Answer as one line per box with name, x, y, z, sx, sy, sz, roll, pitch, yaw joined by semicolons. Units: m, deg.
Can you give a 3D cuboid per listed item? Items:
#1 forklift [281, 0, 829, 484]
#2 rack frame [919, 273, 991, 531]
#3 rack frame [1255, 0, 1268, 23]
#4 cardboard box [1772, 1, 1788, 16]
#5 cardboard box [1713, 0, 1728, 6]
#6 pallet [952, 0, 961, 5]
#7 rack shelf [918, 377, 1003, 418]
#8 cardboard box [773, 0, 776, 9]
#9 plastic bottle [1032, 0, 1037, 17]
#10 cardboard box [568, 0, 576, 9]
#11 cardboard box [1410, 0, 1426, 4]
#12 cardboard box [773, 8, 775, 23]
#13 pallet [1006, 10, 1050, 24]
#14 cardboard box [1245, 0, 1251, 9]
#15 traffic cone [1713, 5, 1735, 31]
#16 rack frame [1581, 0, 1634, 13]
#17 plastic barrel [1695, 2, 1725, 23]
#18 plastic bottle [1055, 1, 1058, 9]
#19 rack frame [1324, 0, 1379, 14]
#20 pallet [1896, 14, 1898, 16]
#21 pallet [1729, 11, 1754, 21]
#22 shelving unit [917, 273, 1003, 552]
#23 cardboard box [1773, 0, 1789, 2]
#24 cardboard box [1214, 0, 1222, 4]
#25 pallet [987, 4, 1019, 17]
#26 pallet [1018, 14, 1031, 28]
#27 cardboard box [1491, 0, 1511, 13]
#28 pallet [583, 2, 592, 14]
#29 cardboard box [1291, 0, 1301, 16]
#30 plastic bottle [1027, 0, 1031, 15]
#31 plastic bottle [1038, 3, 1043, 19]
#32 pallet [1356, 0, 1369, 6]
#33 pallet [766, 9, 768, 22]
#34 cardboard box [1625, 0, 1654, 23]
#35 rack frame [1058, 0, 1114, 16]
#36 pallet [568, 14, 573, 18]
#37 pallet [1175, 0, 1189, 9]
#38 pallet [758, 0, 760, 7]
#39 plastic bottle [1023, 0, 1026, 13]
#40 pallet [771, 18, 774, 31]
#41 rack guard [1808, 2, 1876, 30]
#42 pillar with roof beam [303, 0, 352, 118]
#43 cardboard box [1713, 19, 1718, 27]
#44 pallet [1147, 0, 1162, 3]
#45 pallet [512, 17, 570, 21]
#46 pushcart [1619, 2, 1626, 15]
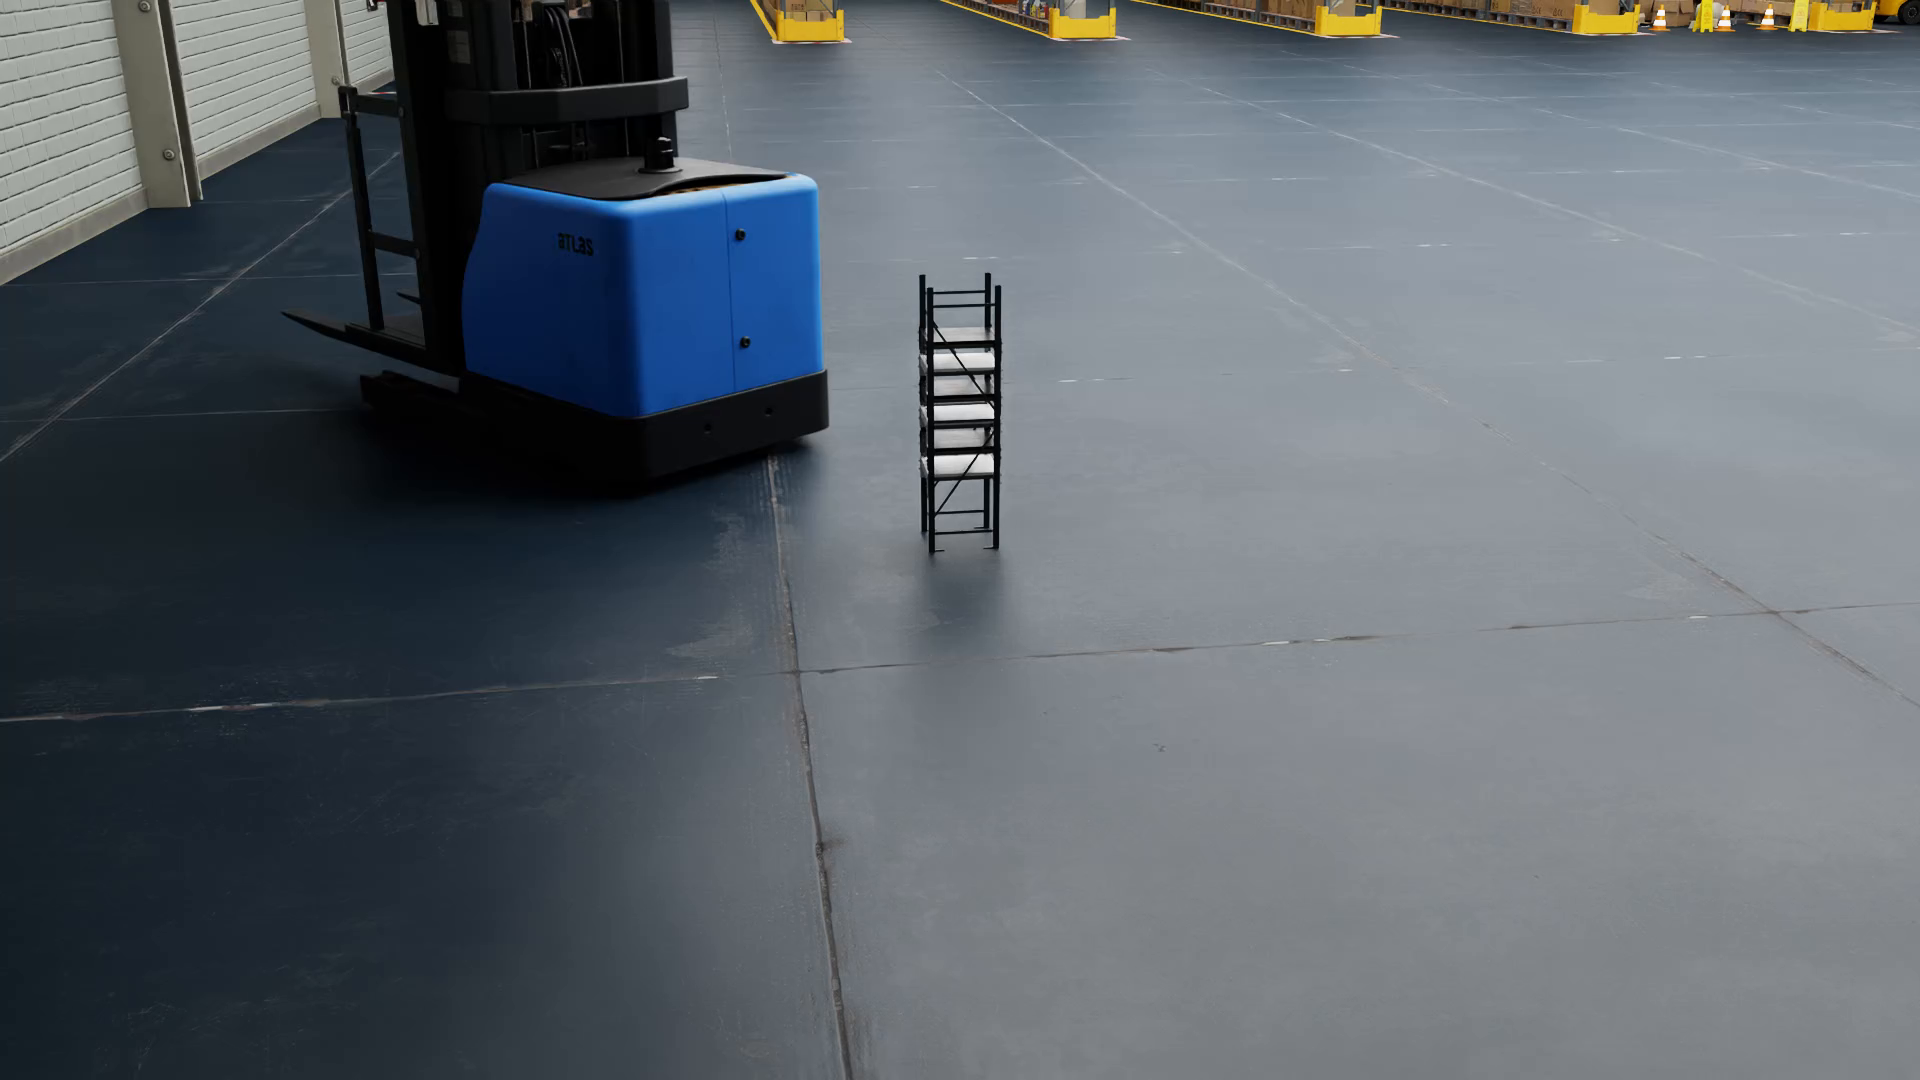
forklift;-1.953;-1.998;6.877;3.031;2.935;1.130;18;27;40
rack frame;-0.016;-0.460;5.660;0.240;0.900;0.006;-3;21;-8
rack frame;6.588;-12.104;33.836;1.000;3.000;0.127;-3;21;-8
cardboard box;16.521;-10.574;33.068;0.500;0.250;0.500;-3;21;-8
cardboard box;16.212;-11.295;34.999;0.500;0.250;0.500;-4;21;-10
pallet;0.389;-13.570;41.748;1.003;0.211;1.213;-3;21;-8
rack shelf;-0.001;-0.477;5.546;0.258;0.077;0.200;-3;21;-8
cardboard box;-3.170;-9.997;30.452;0.500;0.500;0.500;-3;21;-8
plastic bottle;1.481;-10.306;32.181;0.144;0.351;0.185;-3;21;-8
cardboard box;-8.538;-11.528;35.238;0.700;0.500;0.500;-3;21;-7
cardboard box;10.933;-12.631;37.864;1.050;0.750;0.750;-3;21;-8
cardboard box;-3.167;-9.646;30.584;0.500;0.250;0.500;-3;21;-8
pallet;1.535;-10.818;34.378;1.003;0.211;1.213;-3;21;-8
cardboard box;6.470;-11.519;35.214;0.700;0.500;0.500;-3;21;-8
traffic cone;14.583;-9.941;31.670;0.336;0.463;0.334;-3;21;-8
rack frame;12.087;-10.934;30.704;1.000;3.000;0.127;-3;21;-8
plastic barrel;15.175;-10.651;33.628;0.512;0.421;0.421;12;24;30
plastic bottle;1.949;-10.493;32.788;0.152;0.276;0.135;-3;21;-8
rack frame;7.164;-10.719;30.128;1.000;3.000;0.127;-3;21;-8
pallet;21.161;-11.802;37.014;1.003;0.211;1.213;-3;21;-8
pallet;16.526;-11.067;35.045;1.003;0.211;1.213;-3;21;-8
shelving unit;-0.001;-0.424;5.566;0.258;0.900;0.210;-3;21;-8
cardboard box;16.519;-10.924;32.934;0.500;0.500;0.500;-2;21;-6
cardboard box;6.127;-12.293;37.286;0.700;0.500;0.500;-4;21;-11
pallet;1.183;-11.663;36.640;1.003;0.211;1.213;-3;21;-8
pallet;1.742;-10.313;33.027;1.003;0.211;1.213;-3;21;-8
cardboard box;11.532;-11.299;34.118;0.875;0.875;0.875;-3;21;-7
pallet;-8.905;-12.131;37.895;1.003;0.211;1.213;-3;21;-8
cardboard box;6.863;-10.580;32.729;0.500;0.500;0.500;-5;21;-13
plastic bottle;1.392;-10.519;32.750;0.144;0.351;0.185;-2;21;-6
plastic bottle;1.530;-10.056;31.607;0.061;0.283;0.133;-2;21;-6
pallet;10.471;-13.513;41.595;1.003;0.211;1.213;-3;21;-8
pallet;-3.540;-10.976;34.801;1.003;0.211;1.213;-3;21;-8
cardboard box;14.069;-10.917;34.032;0.797;0.637;0.503;-3;21;-8
rack frame;2.263;-10.469;29.460;1.000;3.000;0.127;-3;21;-8
pallet;-8.231;-10.318;33.039;1.003;0.211;1.213;-3;21;-8
pallet;5.799;-12.881;39.902;1.003;0.211;1.213;-3;21;-8
pallet;-4.467;-13.307;41.043;1.003;0.211;1.213;-3;21;-8
plastic bottle;1.299;-10.650;33.213;0.097;0.271;0.097;0;20;0
pallet;-3.143;-10.022;32.247;1.003;0.211;1.213;-3;21;-8
rack guard;16.960;-10.074;31.974;1.175;0.500;0.348;-3;21;-8
pillar with roof beam;-2.508;-9.041;17.061;9.100;9.000;0.400;-3;21;-8
cardboard box;14.783;-10.235;32.907;0.380;0.149;0.250;8;22;20
pallet;5.402;-13.835;42.456;1.003;0.211;1.213;-3;21;-8
pallet;-7.985;-9.817;31.700;1.003;0.211;1.213;-3;21;-8
pushcart;14.145;-11.243;35.279;1.648;0.377;0.936;-11;23;-26
